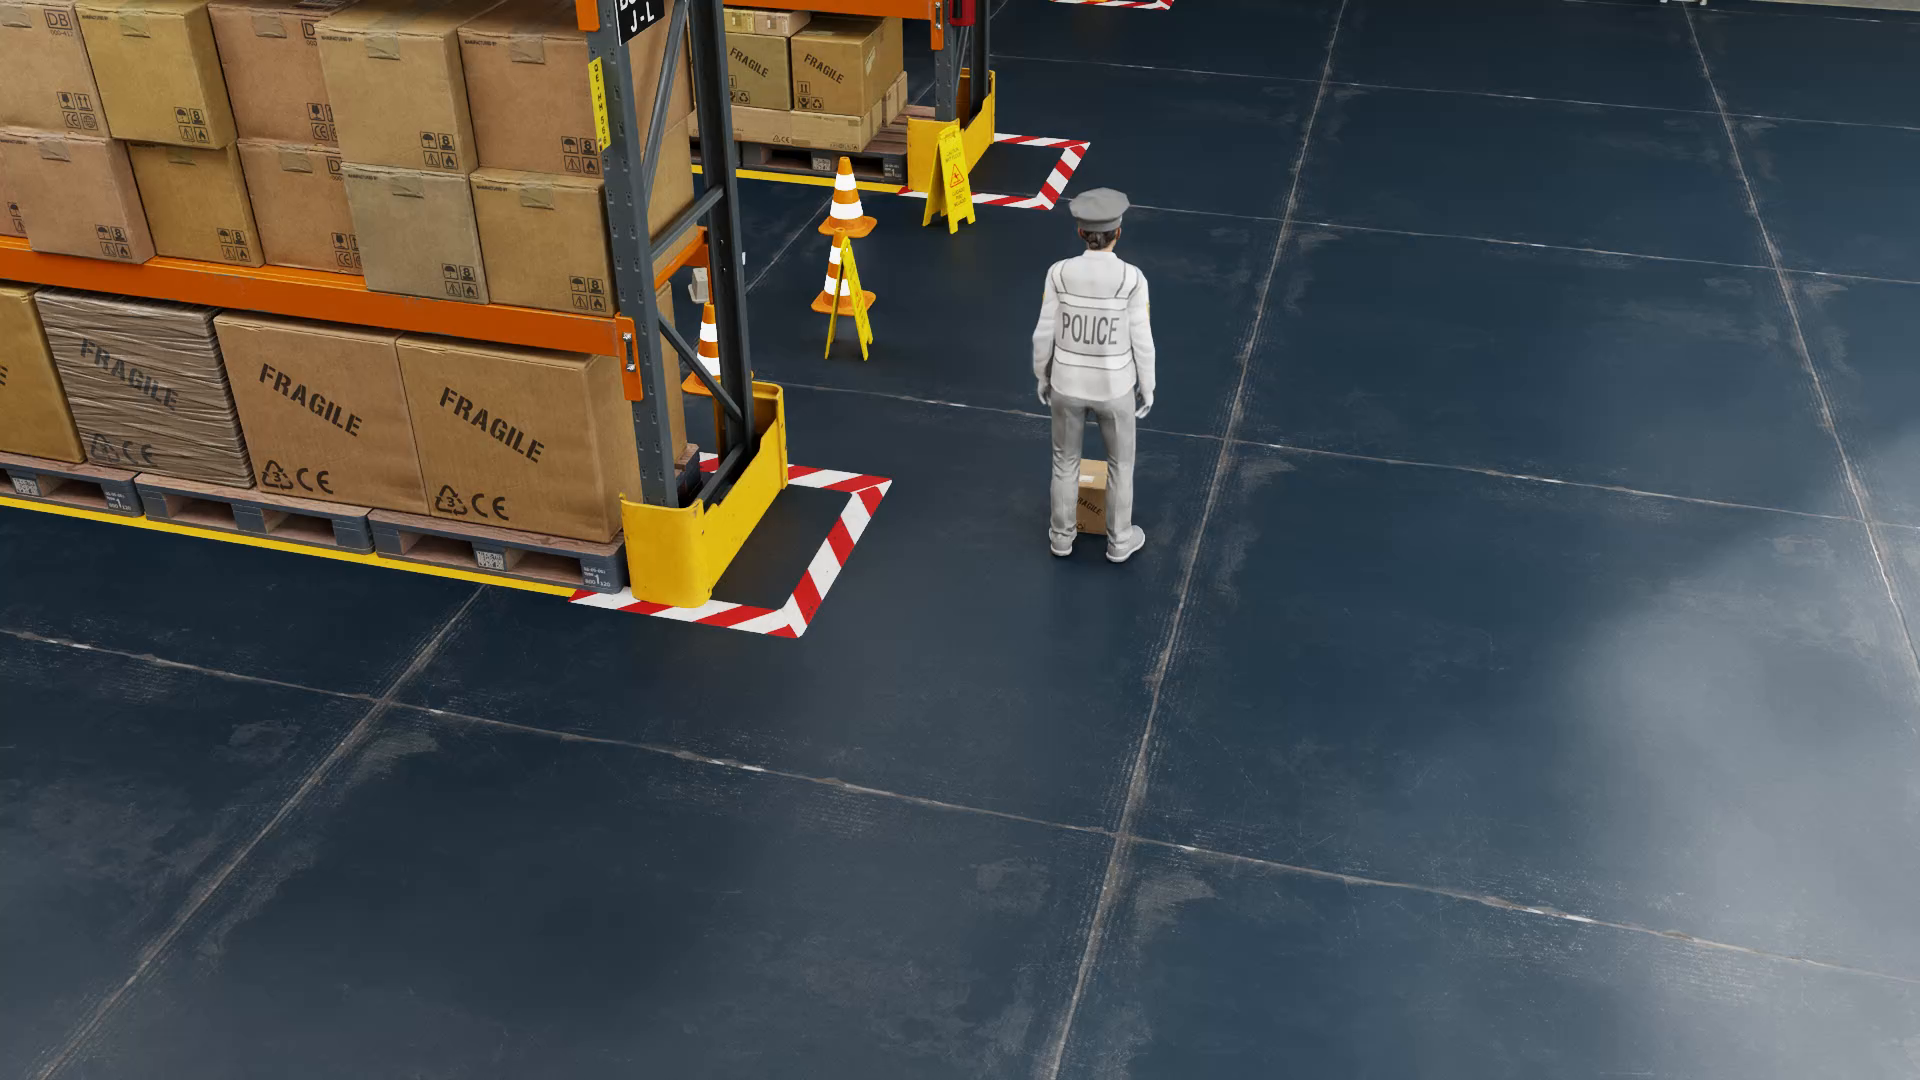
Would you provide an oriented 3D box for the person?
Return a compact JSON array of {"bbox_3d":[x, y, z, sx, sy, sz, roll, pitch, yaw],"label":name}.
[{"bbox_3d":[0.576,-0.663,7.157,0.528,1.662,0.375,8,34,12],"label":"person"}]
